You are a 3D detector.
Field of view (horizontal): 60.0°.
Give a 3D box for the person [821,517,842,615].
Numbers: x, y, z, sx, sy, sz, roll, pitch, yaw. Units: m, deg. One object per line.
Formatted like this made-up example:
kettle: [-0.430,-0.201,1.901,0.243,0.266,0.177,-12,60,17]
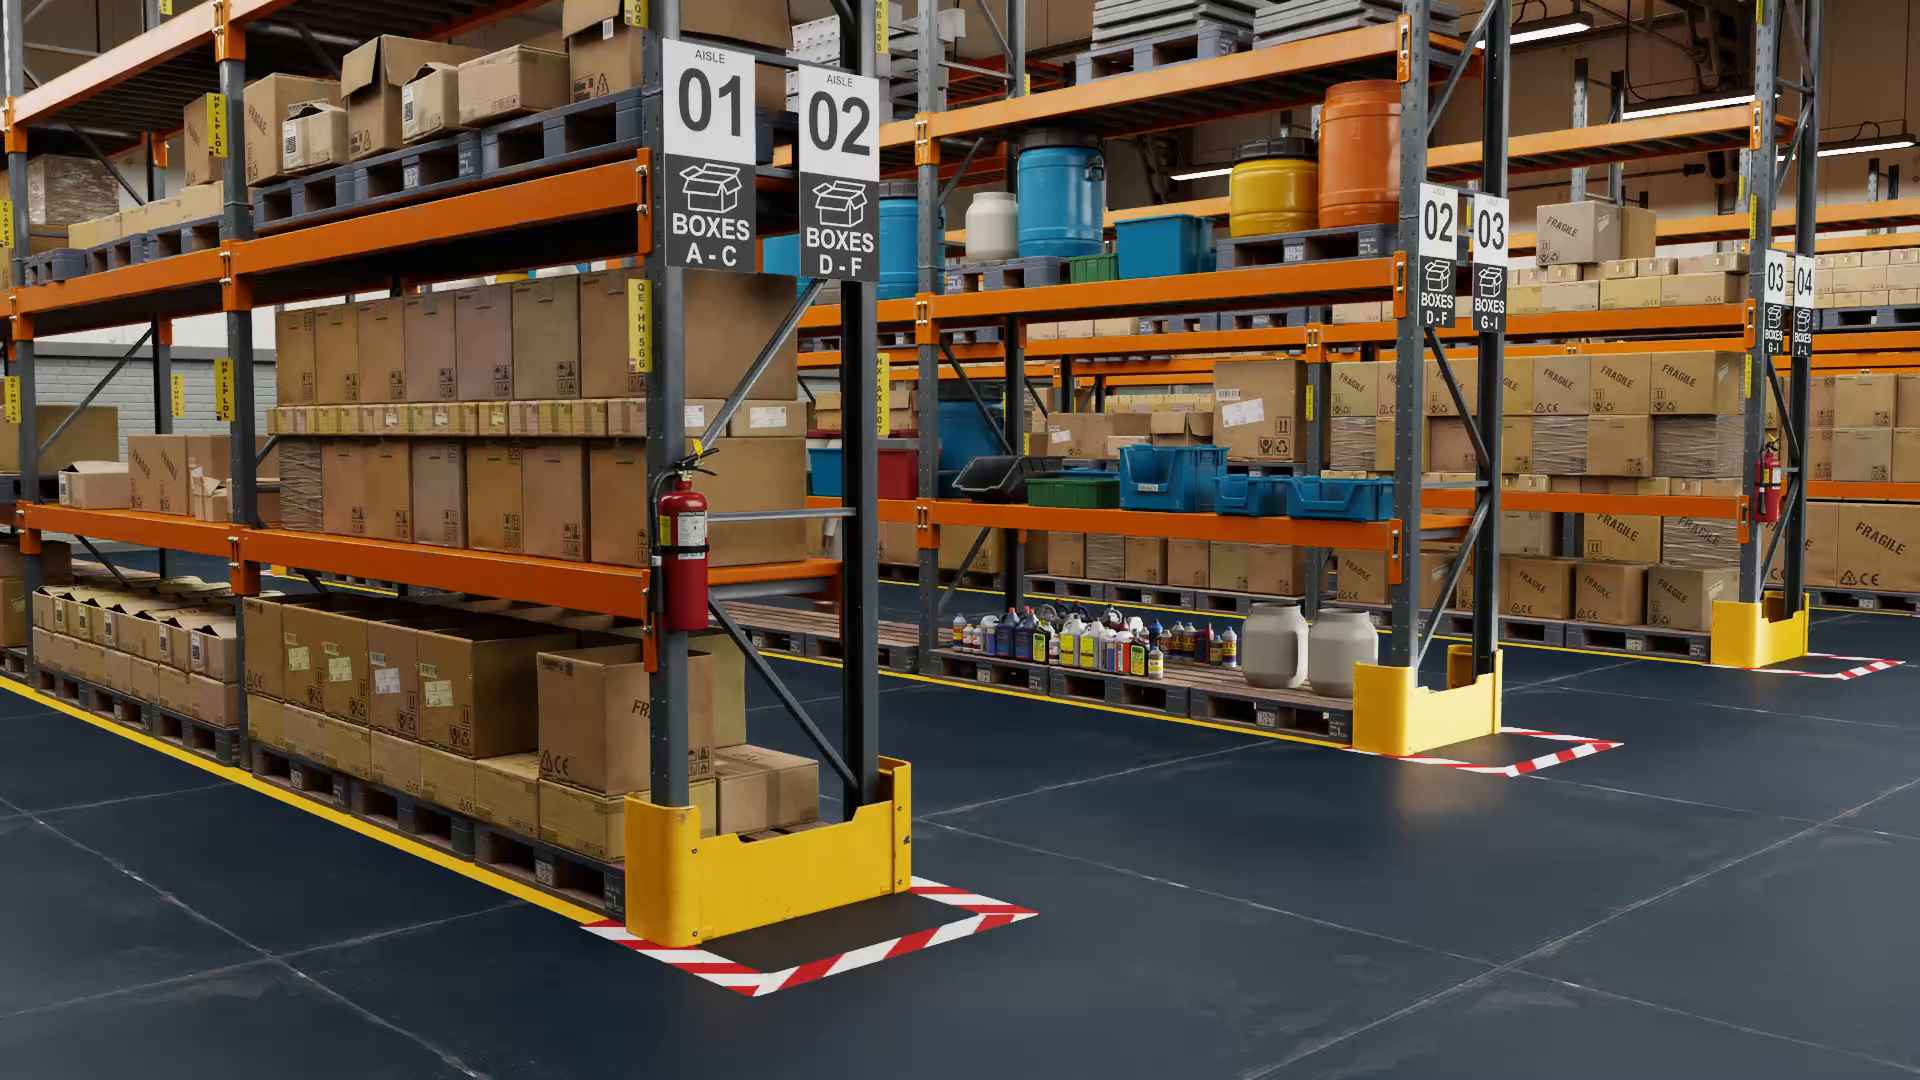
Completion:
person: [-1.003,-0.051,15.006,0.429,1.772,0.648,3,5,42]
